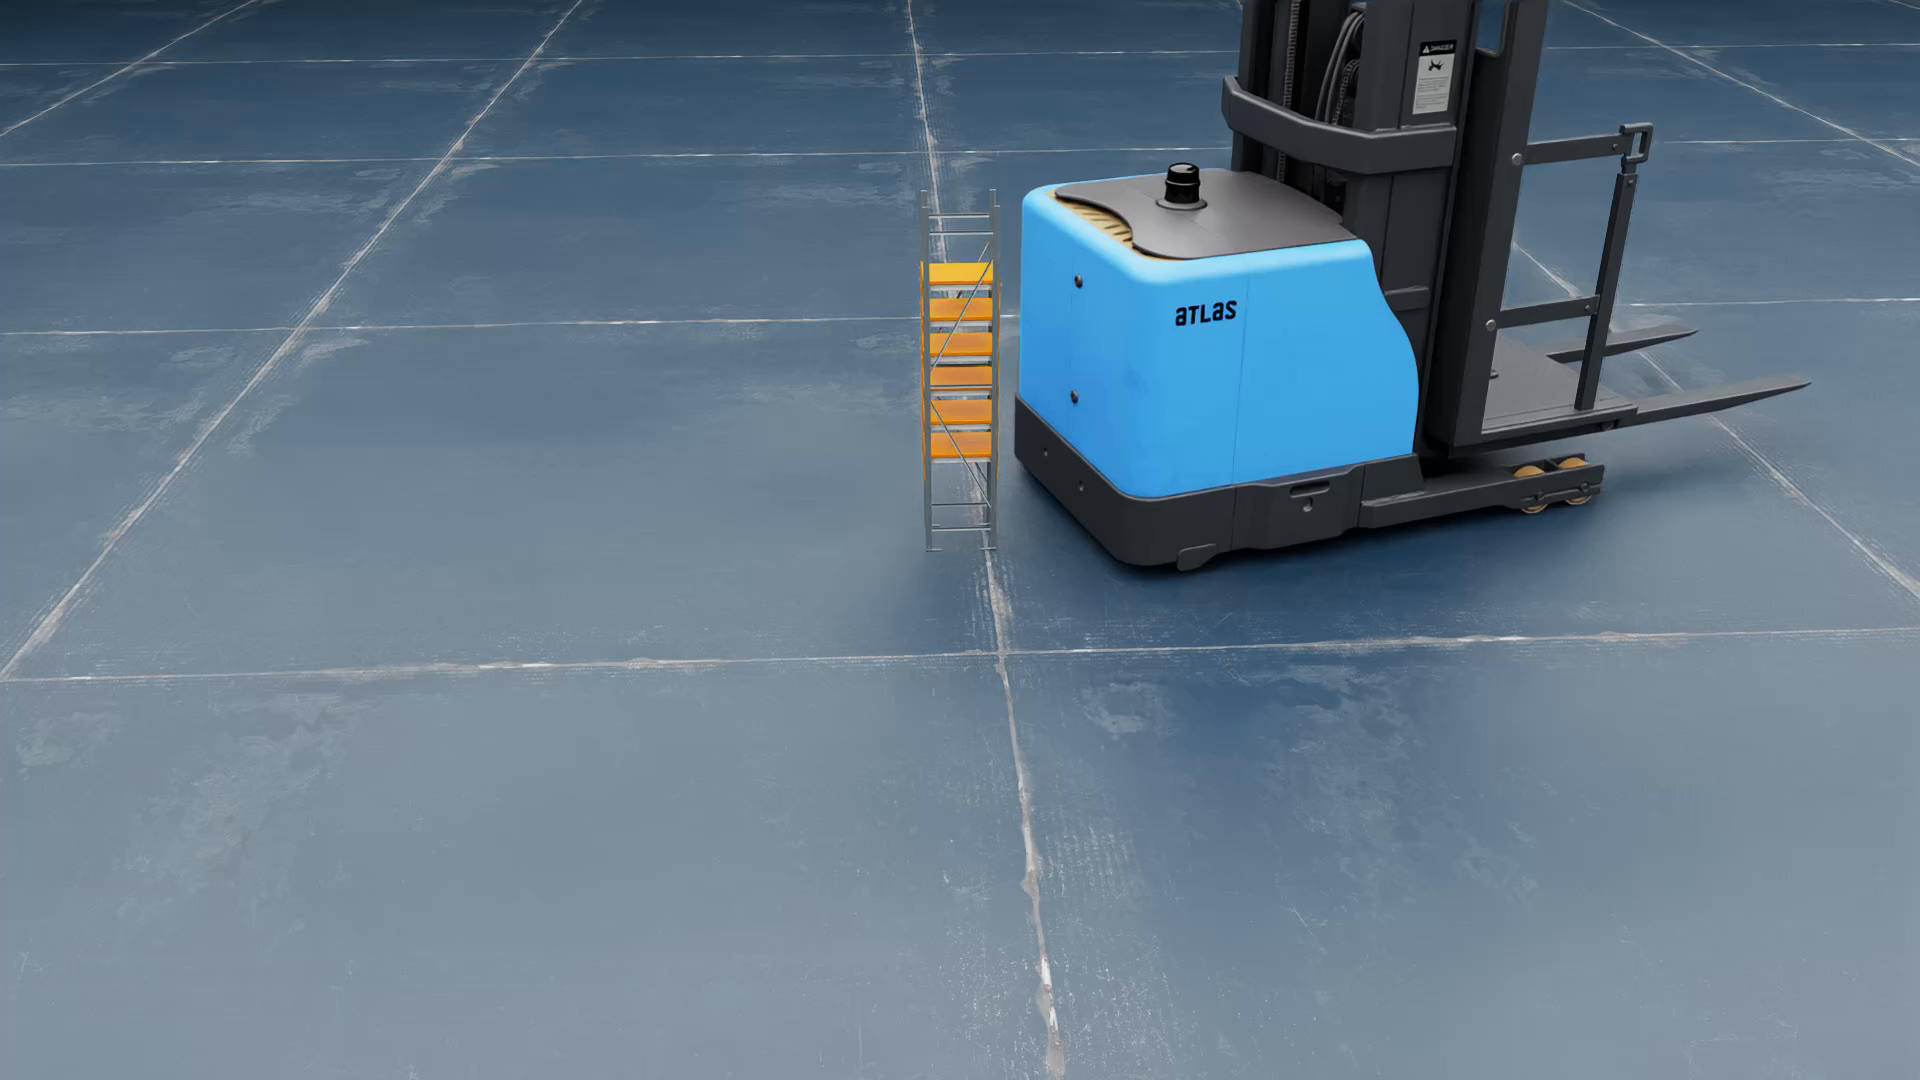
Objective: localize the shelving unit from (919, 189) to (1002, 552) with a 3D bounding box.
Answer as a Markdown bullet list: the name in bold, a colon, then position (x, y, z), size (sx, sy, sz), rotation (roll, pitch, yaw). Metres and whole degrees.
- **shelving unit**: position (-0.001, -0.539, 5.485), size (0.258, 1.200, 0.189), rotation (-1, 28, -3)

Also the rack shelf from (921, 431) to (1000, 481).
- **rack shelf**: position (-0.001, -0.286, 5.617), size (0.258, 0.103, 0.180), rotation (-1, 28, -3)

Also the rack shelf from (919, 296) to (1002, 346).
- **rack shelf**: position (-0.001, -0.712, 5.395), size (0.258, 0.103, 0.180), rotation (-1, 28, -3)

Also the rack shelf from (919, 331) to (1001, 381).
- **rack shelf**: position (-0.001, -0.606, 5.450), size (0.258, 0.103, 0.180), rotation (-1, 28, -3)

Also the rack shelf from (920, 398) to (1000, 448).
- **rack shelf**: position (-0.001, -0.393, 5.561), size (0.258, 0.103, 0.180), rotation (-1, 28, -3)

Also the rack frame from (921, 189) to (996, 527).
- **rack frame**: position (-0.006, -0.581, 5.566), size (0.240, 1.200, 0.006), rotation (-1, 28, -3)

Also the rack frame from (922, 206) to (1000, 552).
- **rack frame**: position (0.004, -0.496, 5.404), size (0.240, 1.200, 0.006), rotation (-1, 28, -3)

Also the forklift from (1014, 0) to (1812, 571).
- **forklift**: position (1.773, -1.611, 5.670), size (3.031, 2.935, 1.130), rotation (-10, 29, -18)

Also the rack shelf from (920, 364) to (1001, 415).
- **rack shelf**: position (-0.001, -0.499, 5.506), size (0.258, 0.103, 0.180), rotation (-1, 28, -3)

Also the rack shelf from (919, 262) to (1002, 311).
- **rack shelf**: position (-0.001, -0.818, 5.339), size (0.258, 0.103, 0.180), rotation (-1, 28, -3)
